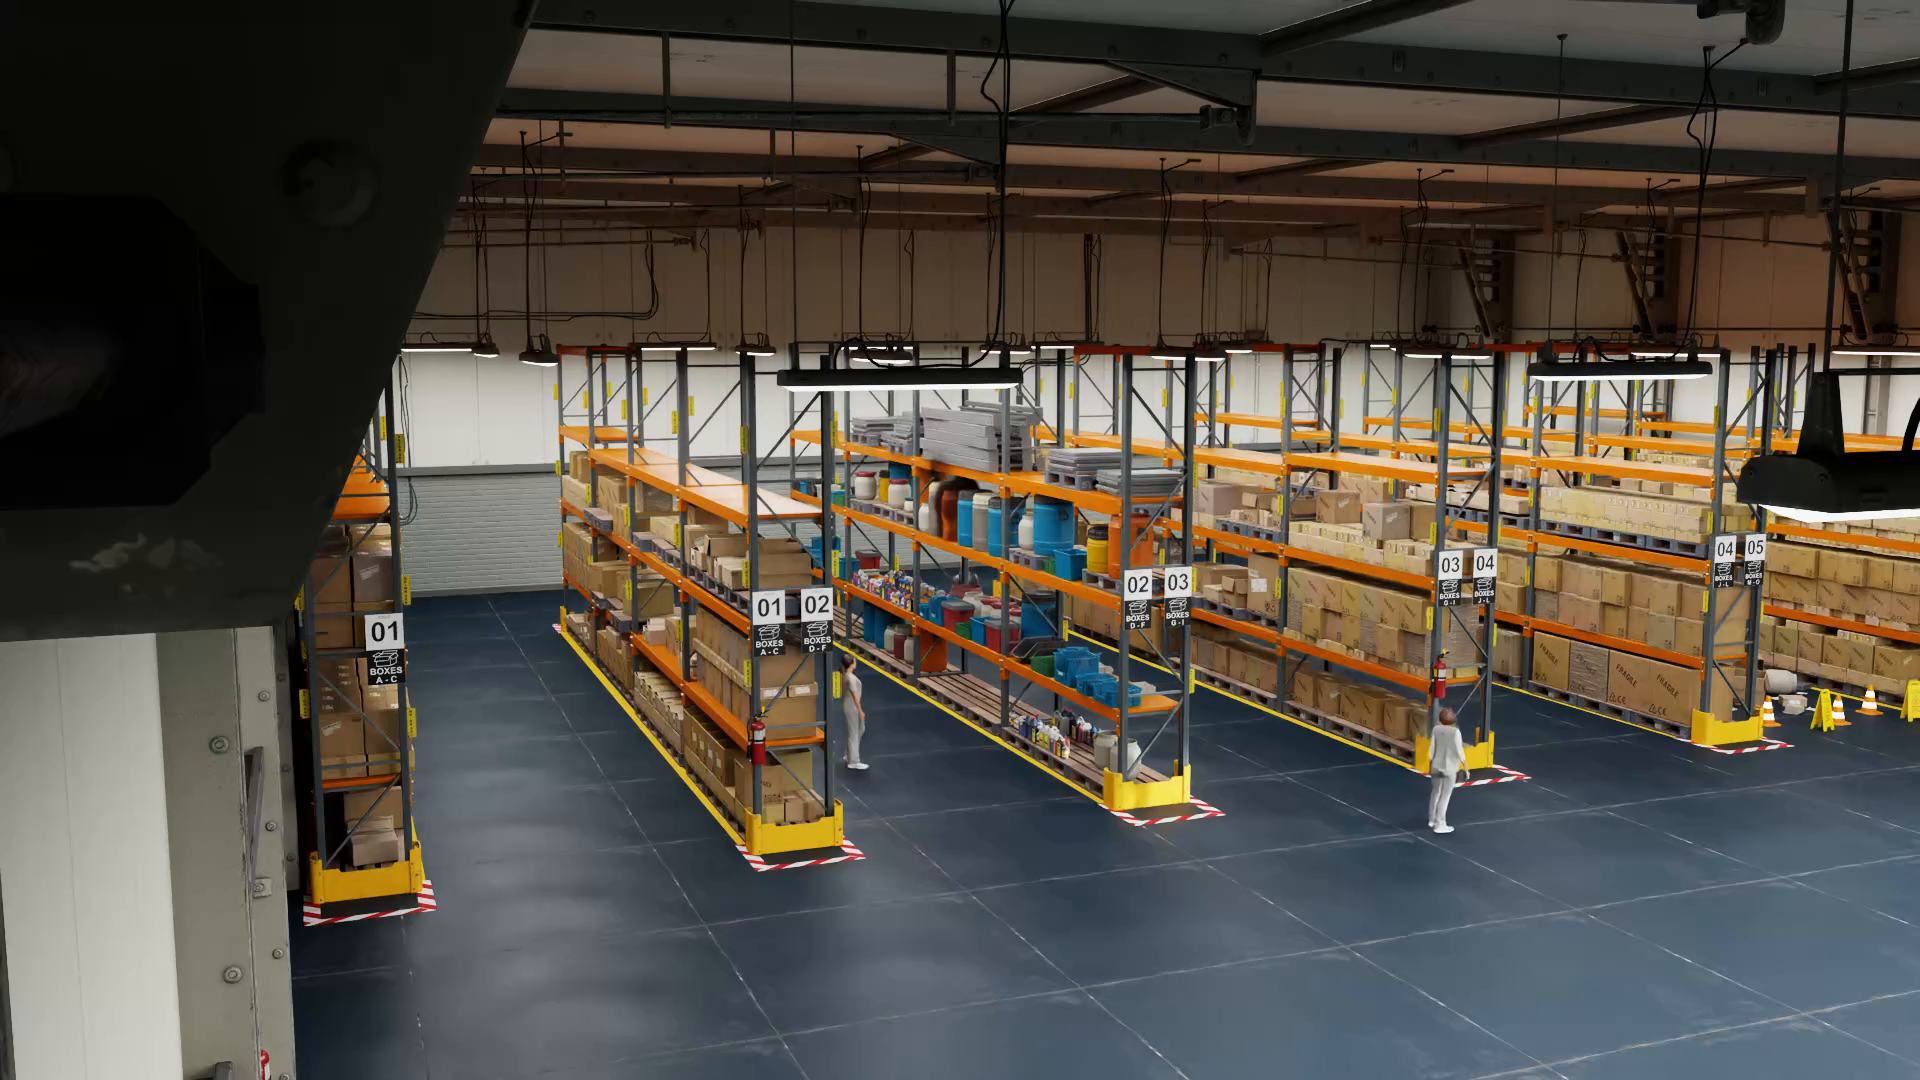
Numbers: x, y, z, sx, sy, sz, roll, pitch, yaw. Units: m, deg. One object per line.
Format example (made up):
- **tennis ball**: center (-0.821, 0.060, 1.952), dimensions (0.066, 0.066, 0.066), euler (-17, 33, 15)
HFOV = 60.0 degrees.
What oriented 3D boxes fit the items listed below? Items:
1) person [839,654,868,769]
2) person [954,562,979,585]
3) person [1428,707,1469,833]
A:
- **person**: center (-1.545, 2.480, 24.042), dimensions (0.419, 1.713, 0.504), euler (-1, 7, -7)
- **person**: center (0.128, 1.272, 33.206), dimensions (0.631, 1.749, 0.618), euler (-5, 9, -33)
- **person**: center (6.151, 2.910, 20.956), dimensions (0.424, 1.619, 0.516), euler (-7, 10, -43)
